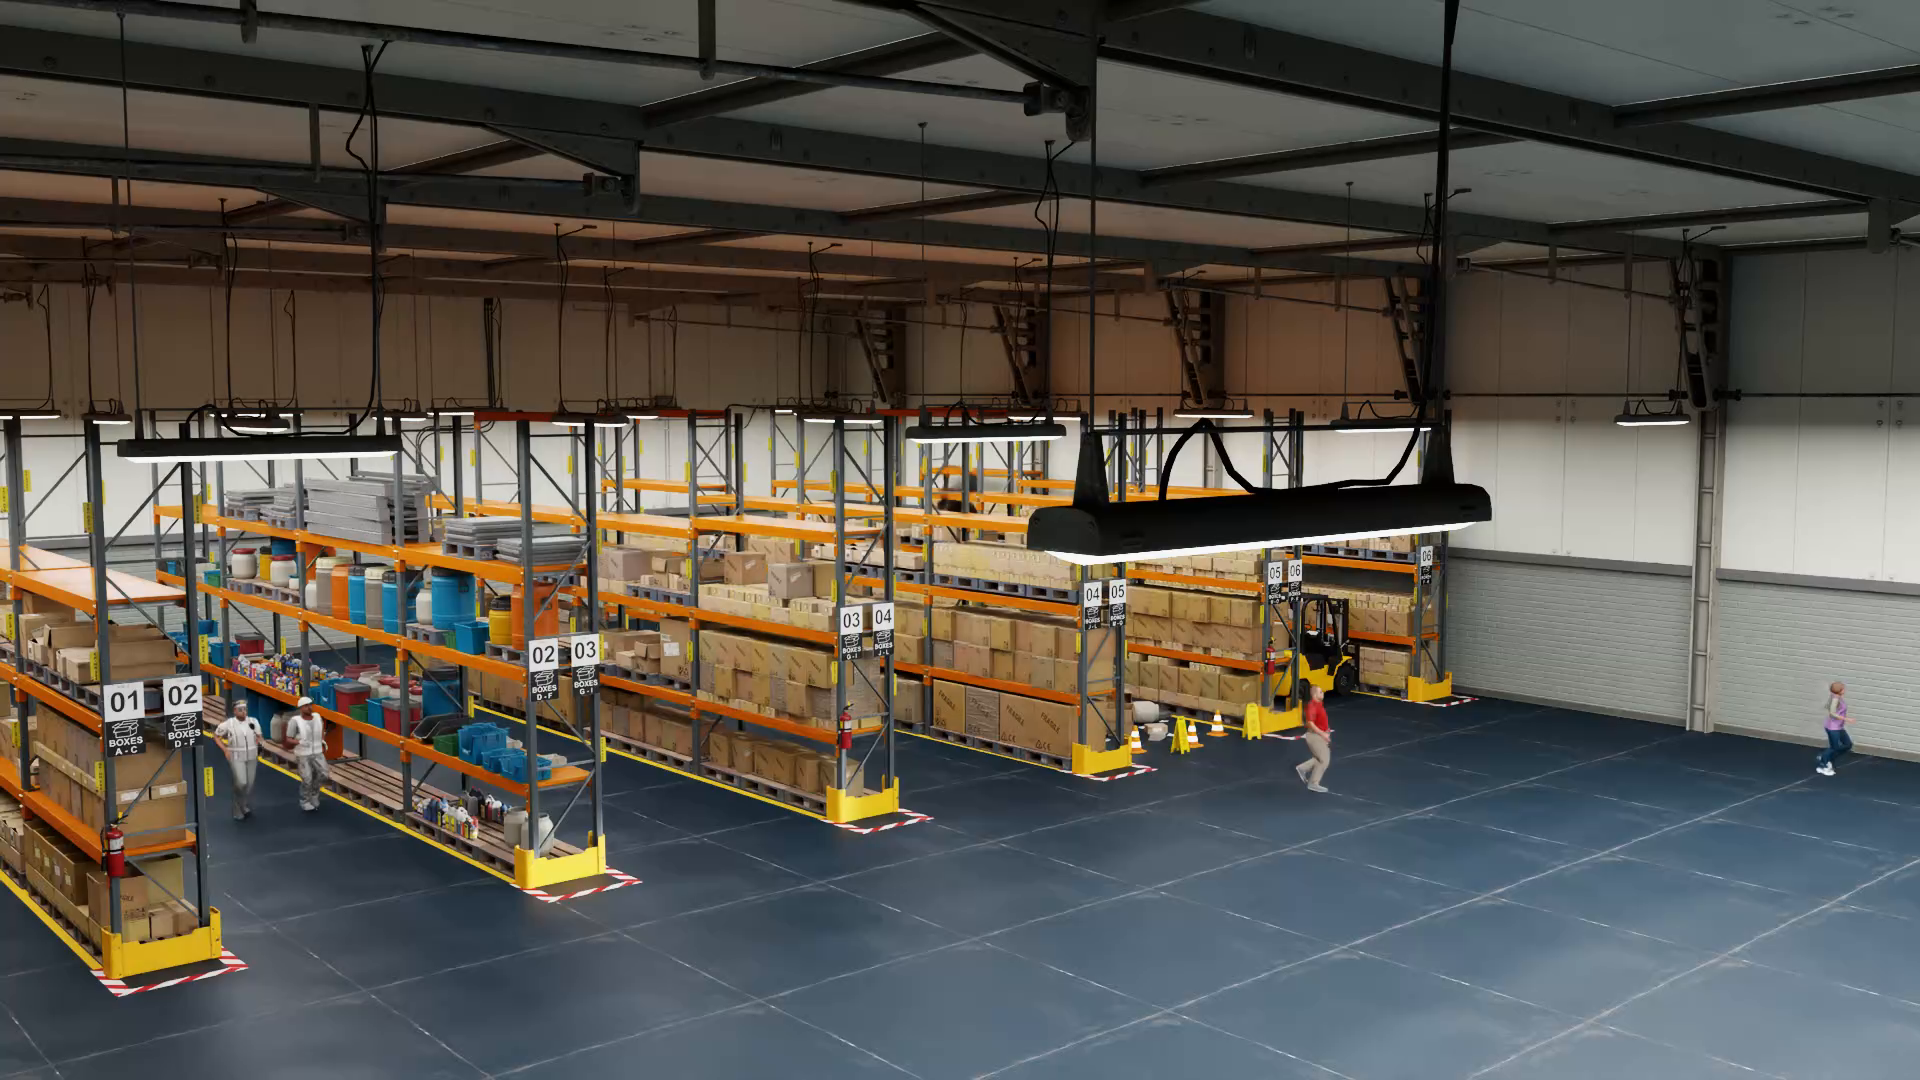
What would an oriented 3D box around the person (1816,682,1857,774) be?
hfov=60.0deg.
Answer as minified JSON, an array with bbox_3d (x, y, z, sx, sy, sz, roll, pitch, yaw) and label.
[{"bbox_3d":[14.533,3.169,27.558,0.585,1.469,0.536,4,6,37],"label":"person"}]

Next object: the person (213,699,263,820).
[{"bbox_3d":[-10.690,3.284,24.811,0.683,1.822,0.639,5,7,43],"label":"person"}]

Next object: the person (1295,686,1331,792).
[{"bbox_3d":[5.666,3.166,26.559,0.528,1.697,0.661,1,5,10],"label":"person"}]

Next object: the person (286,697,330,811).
[{"bbox_3d":[-9.807,3.238,25.144,0.605,1.737,0.667,5,7,42],"label":"person"}]

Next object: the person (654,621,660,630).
[{"bbox_3d":[-7.531,1.717,42.378,0.888,1.788,0.677,-4,6,-35],"label":"person"}]
